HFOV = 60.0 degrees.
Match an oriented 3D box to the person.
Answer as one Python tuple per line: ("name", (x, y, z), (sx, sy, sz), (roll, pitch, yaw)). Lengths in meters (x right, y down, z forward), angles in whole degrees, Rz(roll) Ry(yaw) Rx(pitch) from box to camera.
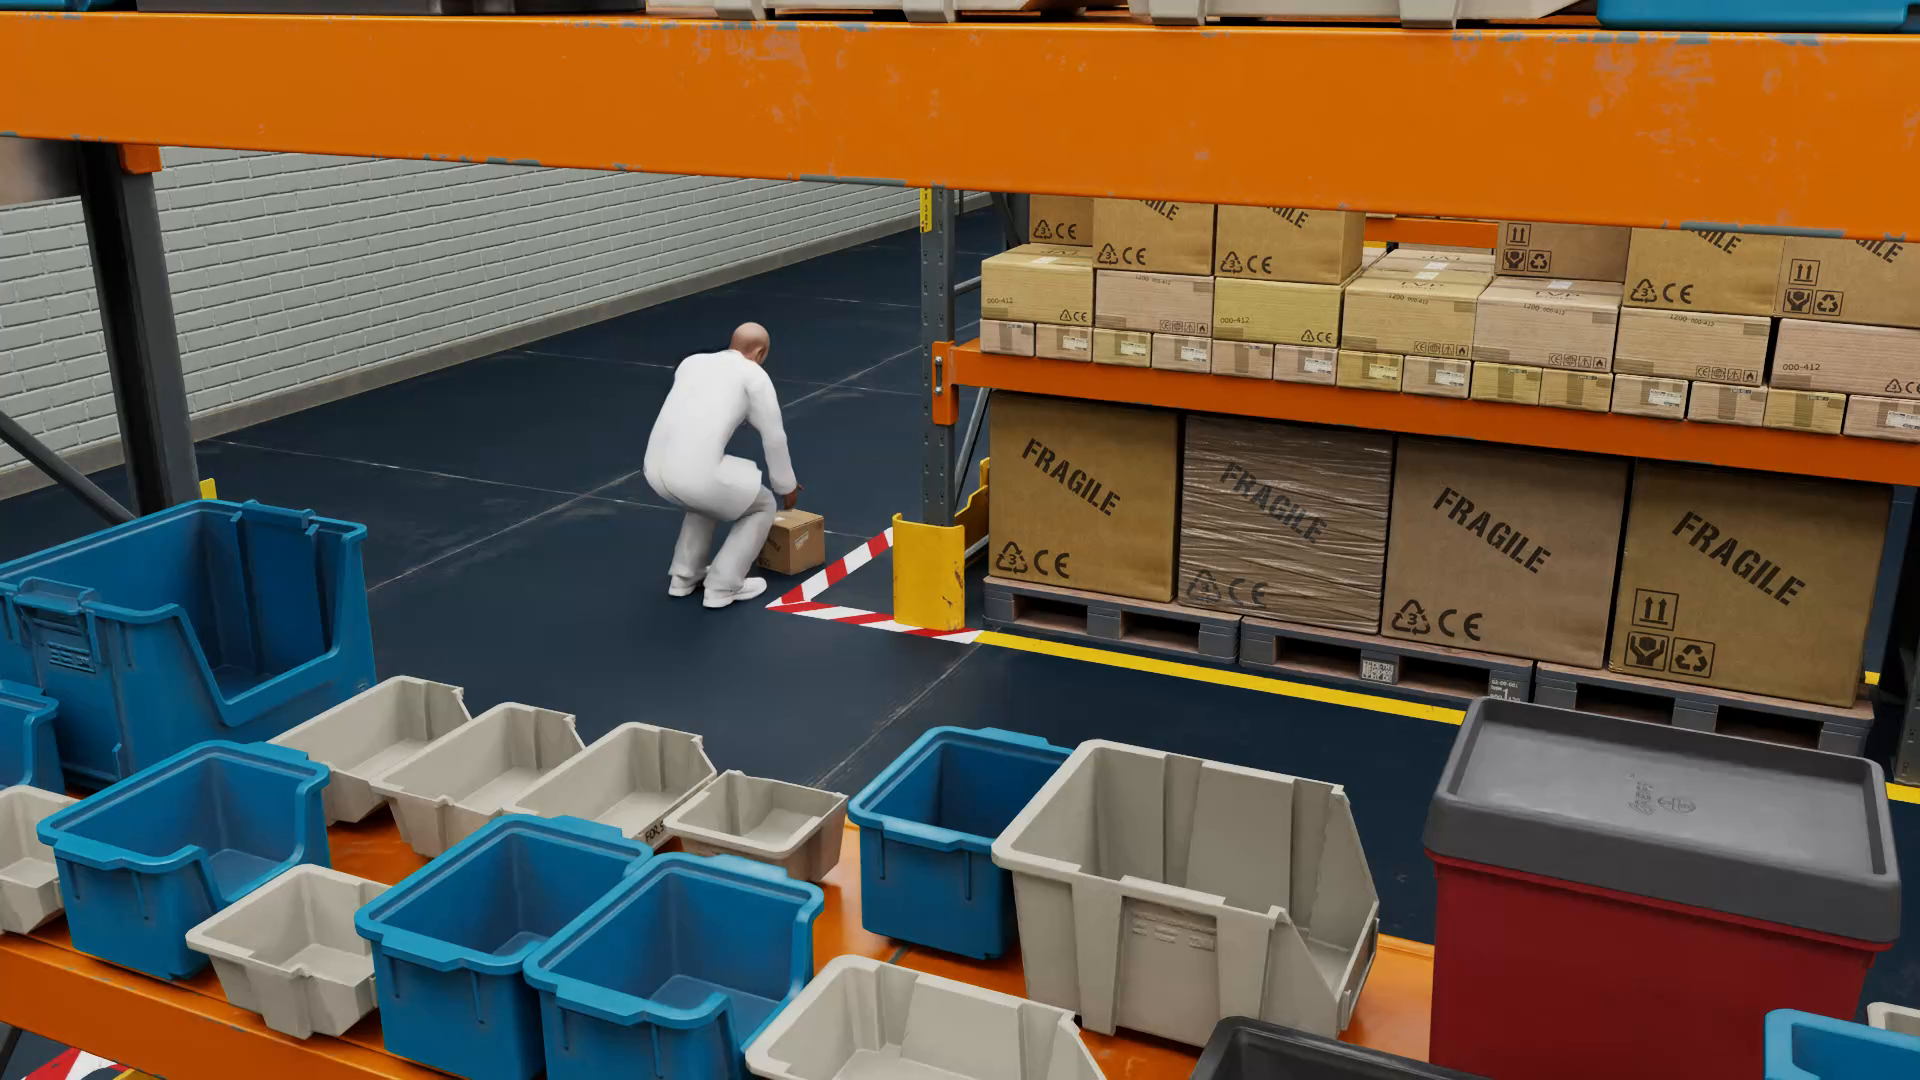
("person", (-1.172, -0.365, 7.954), (0.632, 1.271, 0.793), (14, 23, 36))
